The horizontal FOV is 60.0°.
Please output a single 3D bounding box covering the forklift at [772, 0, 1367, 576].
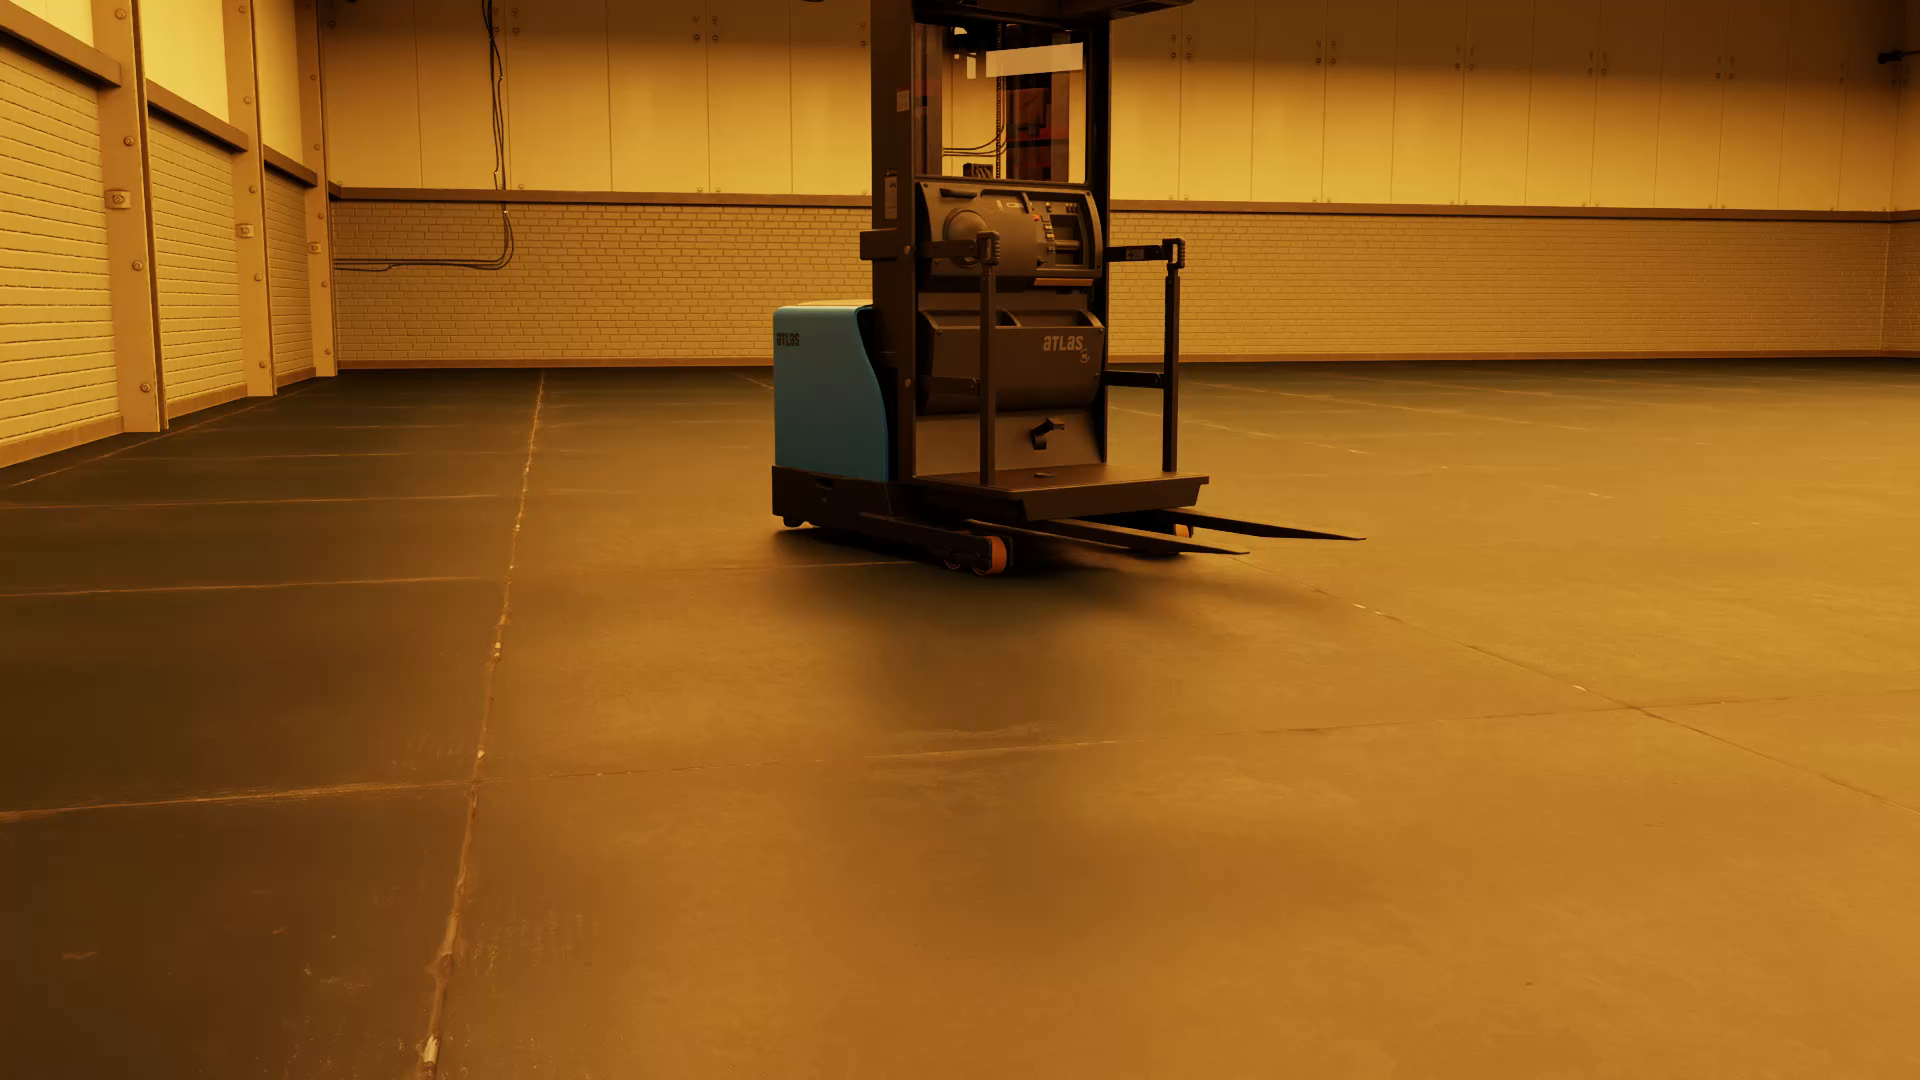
[{"bbox_3d":[0.355,-1.383,7.015,1.130,2.935,3.031,-6,10,-35],"label":"forklift"}]
